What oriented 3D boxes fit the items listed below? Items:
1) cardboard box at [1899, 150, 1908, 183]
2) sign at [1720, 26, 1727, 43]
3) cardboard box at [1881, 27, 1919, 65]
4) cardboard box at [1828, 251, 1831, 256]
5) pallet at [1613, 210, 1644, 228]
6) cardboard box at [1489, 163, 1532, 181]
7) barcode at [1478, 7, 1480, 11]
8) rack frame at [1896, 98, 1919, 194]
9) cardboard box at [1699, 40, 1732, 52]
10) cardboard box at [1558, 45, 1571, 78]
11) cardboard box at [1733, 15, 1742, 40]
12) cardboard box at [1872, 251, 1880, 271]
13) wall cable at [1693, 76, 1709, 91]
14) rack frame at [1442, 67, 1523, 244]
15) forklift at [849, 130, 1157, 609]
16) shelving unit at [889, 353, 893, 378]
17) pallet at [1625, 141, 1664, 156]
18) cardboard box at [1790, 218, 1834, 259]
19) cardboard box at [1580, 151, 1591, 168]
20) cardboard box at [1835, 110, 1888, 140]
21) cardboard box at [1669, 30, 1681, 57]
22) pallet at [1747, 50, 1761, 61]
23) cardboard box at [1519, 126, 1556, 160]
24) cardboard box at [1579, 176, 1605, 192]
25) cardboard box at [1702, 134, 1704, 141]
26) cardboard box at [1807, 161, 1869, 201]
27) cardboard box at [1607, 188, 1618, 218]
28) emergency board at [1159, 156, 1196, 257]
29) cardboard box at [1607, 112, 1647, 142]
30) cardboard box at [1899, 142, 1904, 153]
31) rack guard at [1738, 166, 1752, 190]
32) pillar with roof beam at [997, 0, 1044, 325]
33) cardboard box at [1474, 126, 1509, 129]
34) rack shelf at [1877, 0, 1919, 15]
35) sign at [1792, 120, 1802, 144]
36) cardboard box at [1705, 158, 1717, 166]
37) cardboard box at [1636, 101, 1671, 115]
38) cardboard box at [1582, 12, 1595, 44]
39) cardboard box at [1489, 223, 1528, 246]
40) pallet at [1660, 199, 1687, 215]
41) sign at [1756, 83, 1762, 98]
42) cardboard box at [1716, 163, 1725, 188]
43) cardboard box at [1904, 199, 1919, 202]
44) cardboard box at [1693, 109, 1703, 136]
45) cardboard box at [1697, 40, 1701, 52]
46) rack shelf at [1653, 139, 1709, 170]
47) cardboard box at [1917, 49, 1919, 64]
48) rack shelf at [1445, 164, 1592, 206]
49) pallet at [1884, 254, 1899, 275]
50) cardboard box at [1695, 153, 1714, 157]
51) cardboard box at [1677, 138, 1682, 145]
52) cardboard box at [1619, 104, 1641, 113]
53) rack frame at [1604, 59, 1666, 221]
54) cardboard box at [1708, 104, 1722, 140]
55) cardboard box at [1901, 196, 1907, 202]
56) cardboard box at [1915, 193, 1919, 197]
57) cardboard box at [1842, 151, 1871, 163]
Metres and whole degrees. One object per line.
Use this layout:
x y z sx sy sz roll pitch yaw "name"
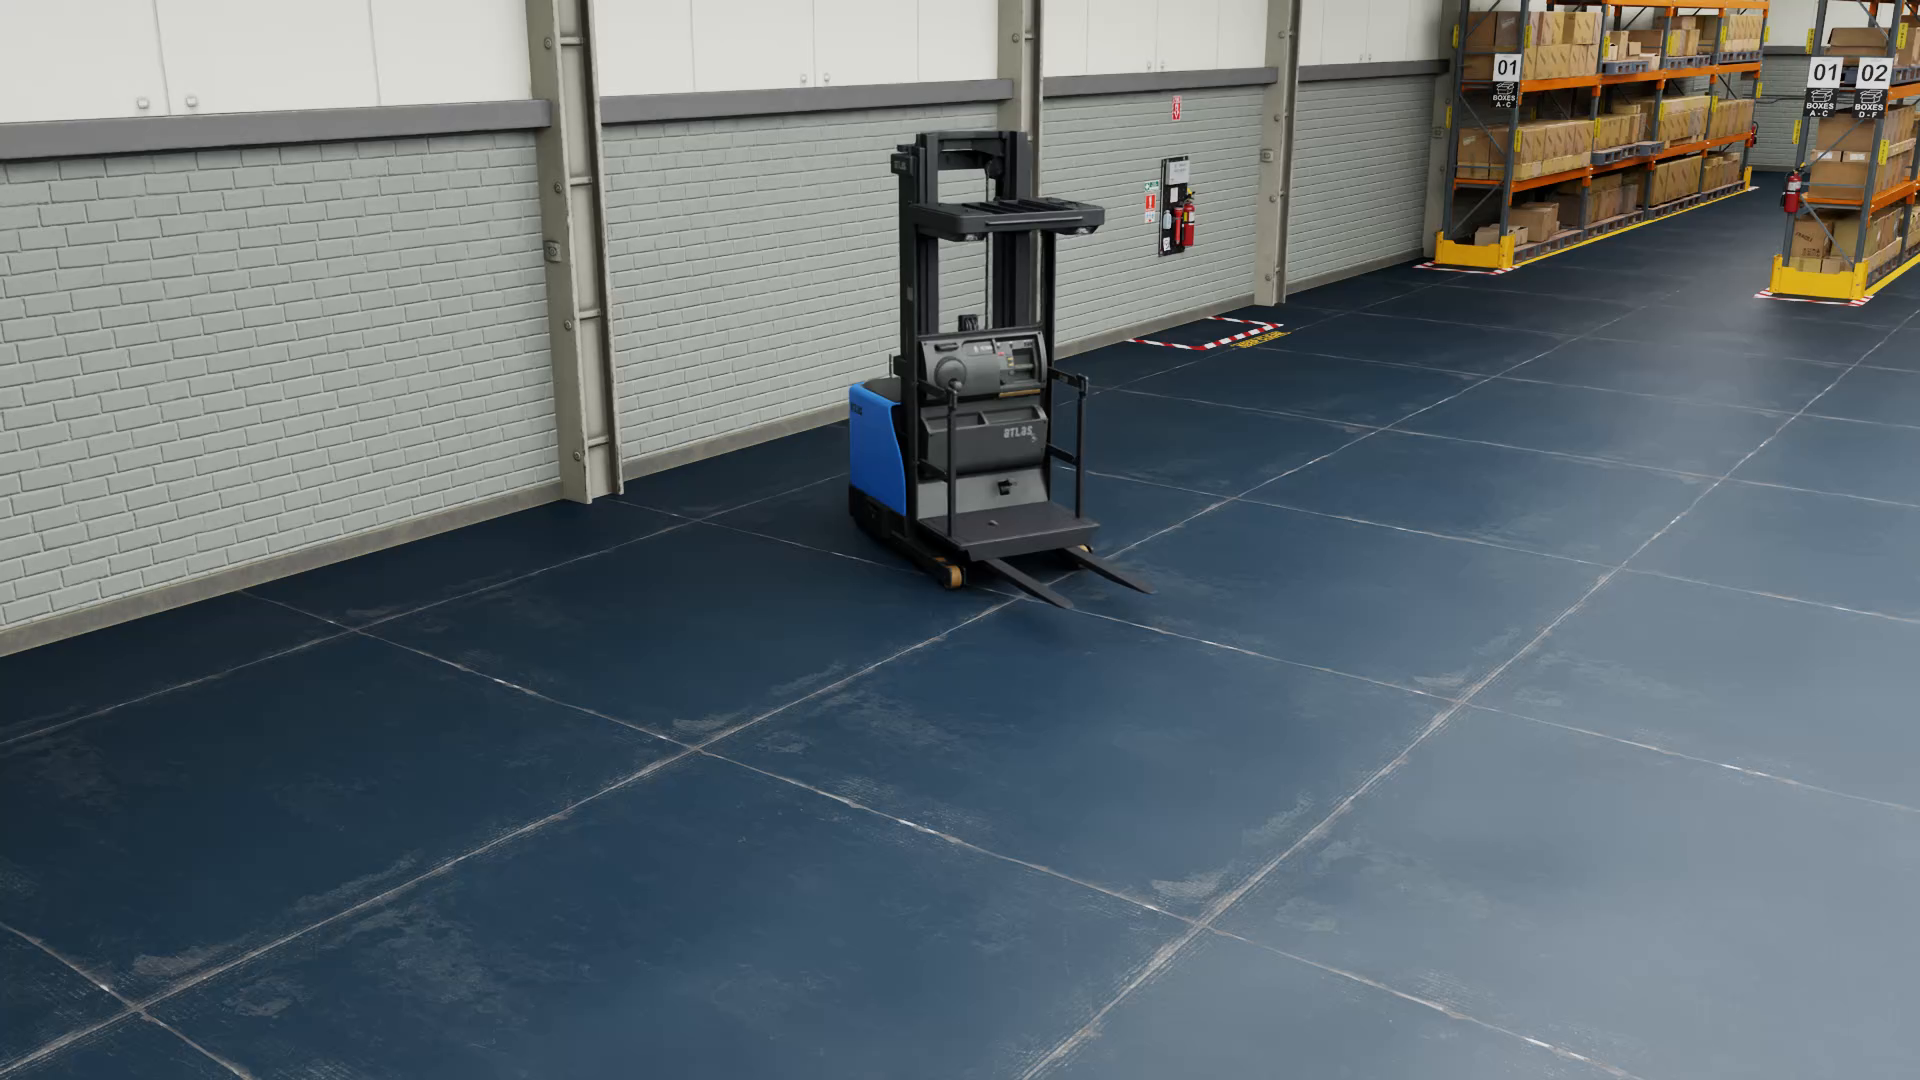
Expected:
14.150 -5.778 25.623 0.700 0.500 0.500 12 21 33 "cardboard box"
15.637 -10.353 34.064 0.100 0.325 0.005 12 21 35 "sign"
13.235 -6.979 23.489 0.500 0.500 0.500 12 21 35 "cardboard box"
12.397 -4.073 24.229 0.500 0.250 0.500 12 21 35 "cardboard box"
12.346 -6.146 31.681 1.003 0.211 1.213 12 21 35 "pallet"
8.592 -5.757 25.943 0.500 0.250 0.500 12 21 33 "cardboard box"
8.067 -8.260 25.862 0.001 0.075 0.075 12 21 35 "barcode"
16.793 -6.790 29.050 1.000 3.000 0.127 12 21 35 "rack frame"
15.819 -10.344 34.814 0.500 0.250 0.500 12 21 35 "cardboard box"
9.403 -7.661 26.596 0.500 0.500 0.500 14 22 38 "cardboard box"
16.147 -10.828 35.107 0.500 0.500 0.500 12 21 34 "cardboard box"
13.118 -4.099 24.313 0.500 0.250 0.500 12 21 35 "cardboard box"
17.582 -10.527 39.371 0.084 1.984 1.851 12 21 35 "wall cable"
8.046 -5.759 25.730 1.000 3.000 0.127 12 21 35 "rack frame"
0.267 -1.217 11.220 1.130 2.935 3.031 -8 19 -25 "forklift"
-0.405 -0.849 12.943 0.189 1.200 0.258 -8 18 -25 "shelving unit"
12.473 -7.384 31.287 1.213 0.211 1.003 12 21 35 "pallet"
12.107 -4.310 23.729 0.500 0.500 0.500 12 21 35 "cardboard box"
10.390 -6.483 28.281 0.500 0.250 0.500 12 21 35 "cardboard box"
12.655 -5.799 23.504 0.700 0.500 0.500 12 21 33 "cardboard box"
13.669 -9.745 32.598 0.700 0.500 0.500 14 22 37 "cardboard box"
17.146 -10.781 36.995 1.003 0.211 1.213 12 21 35 "pallet"
9.187 -6.353 26.599 0.500 0.500 0.500 12 21 33 "cardboard box"
11.421 -6.494 30.307 0.500 0.250 0.500 12 21 33 "cardboard box"
15.222 -8.376 34.547 0.380 0.149 0.250 13 21 35 "cardboard box"
12.315 -5.041 23.250 0.700 0.500 0.500 12 21 35 "cardboard box"
11.752 -6.274 30.863 0.700 0.500 0.500 12 21 34 "cardboard box"
2.690 -4.067 20.283 0.194 1.169 0.643 12 21 35 "emergency board"
12.541 -7.808 31.419 0.700 0.500 0.500 10 20 28 "cardboard box"
13.812 -5.850 24.761 0.380 0.149 0.250 12 21 34 "cardboard box"
17.594 -8.381 38.390 1.175 0.500 0.348 12 21 35 "rack guard"
4.076 -5.324 14.216 9.100 9.000 0.400 12 21 35 "pillar with roof beam"
8.464 -6.323 26.501 0.500 0.500 0.500 13 21 35 "cardboard box"
15.601 -8.644 26.792 1.077 0.370 4.000 12 21 35 "rack shelf"
11.599 -5.649 23.026 0.100 0.325 0.005 12 21 35 "sign"
16.074 -8.143 35.820 0.380 0.149 0.250 13 22 37 "cardboard box"
13.307 -8.291 31.916 0.500 0.250 0.500 13 22 36 "cardboard box"
10.029 -8.378 27.219 0.500 0.500 0.500 14 22 38 "cardboard box"
8.870 -4.969 26.980 0.500 0.311 0.500 15 22 39 "cardboard box"
14.070 -6.796 33.773 1.003 0.211 1.213 12 21 35 "pallet"
18.007 -10.136 37.475 0.100 0.325 0.005 12 21 35 "sign"
16.333 -8.024 36.533 0.700 0.500 0.500 13 21 36 "cardboard box"
16.374 -5.652 28.368 0.500 0.311 0.500 12 21 34 "cardboard box"
14.827 -8.538 33.977 0.500 0.500 0.500 13 21 35 "cardboard box"
15.415 -10.430 35.092 0.500 0.250 0.500 13 21 35 "cardboard box"
14.004 -7.797 33.506 1.077 0.370 4.000 12 21 35 "rack shelf"
14.785 -7.543 25.964 0.500 0.250 0.500 15 23 40 "cardboard box"
9.238 -5.891 27.370 1.077 0.370 4.000 12 21 35 "rack shelf"
13.902 -4.323 25.809 1.003 0.211 1.213 12 21 35 "pallet"
16.555 -8.526 37.053 0.380 0.149 0.250 13 21 35 "cardboard box"
14.262 -8.020 33.401 0.380 0.149 0.250 13 22 36 "cardboard box"
12.631 -8.144 31.408 0.380 0.149 0.250 9 20 28 "cardboard box"
12.813 -7.664 31.865 1.000 3.000 0.127 12 21 35 "rack frame"
15.532 -8.886 35.296 0.980 0.700 0.700 13 21 36 "cardboard box"
16.245 -5.872 29.077 0.500 0.311 0.500 13 22 37 "cardboard box"
17.162 -6.070 30.206 0.500 0.500 0.500 13 22 37 "cardboard box"
12.433 -5.297 22.981 0.380 0.149 0.250 12 21 34 "cardboard box"
